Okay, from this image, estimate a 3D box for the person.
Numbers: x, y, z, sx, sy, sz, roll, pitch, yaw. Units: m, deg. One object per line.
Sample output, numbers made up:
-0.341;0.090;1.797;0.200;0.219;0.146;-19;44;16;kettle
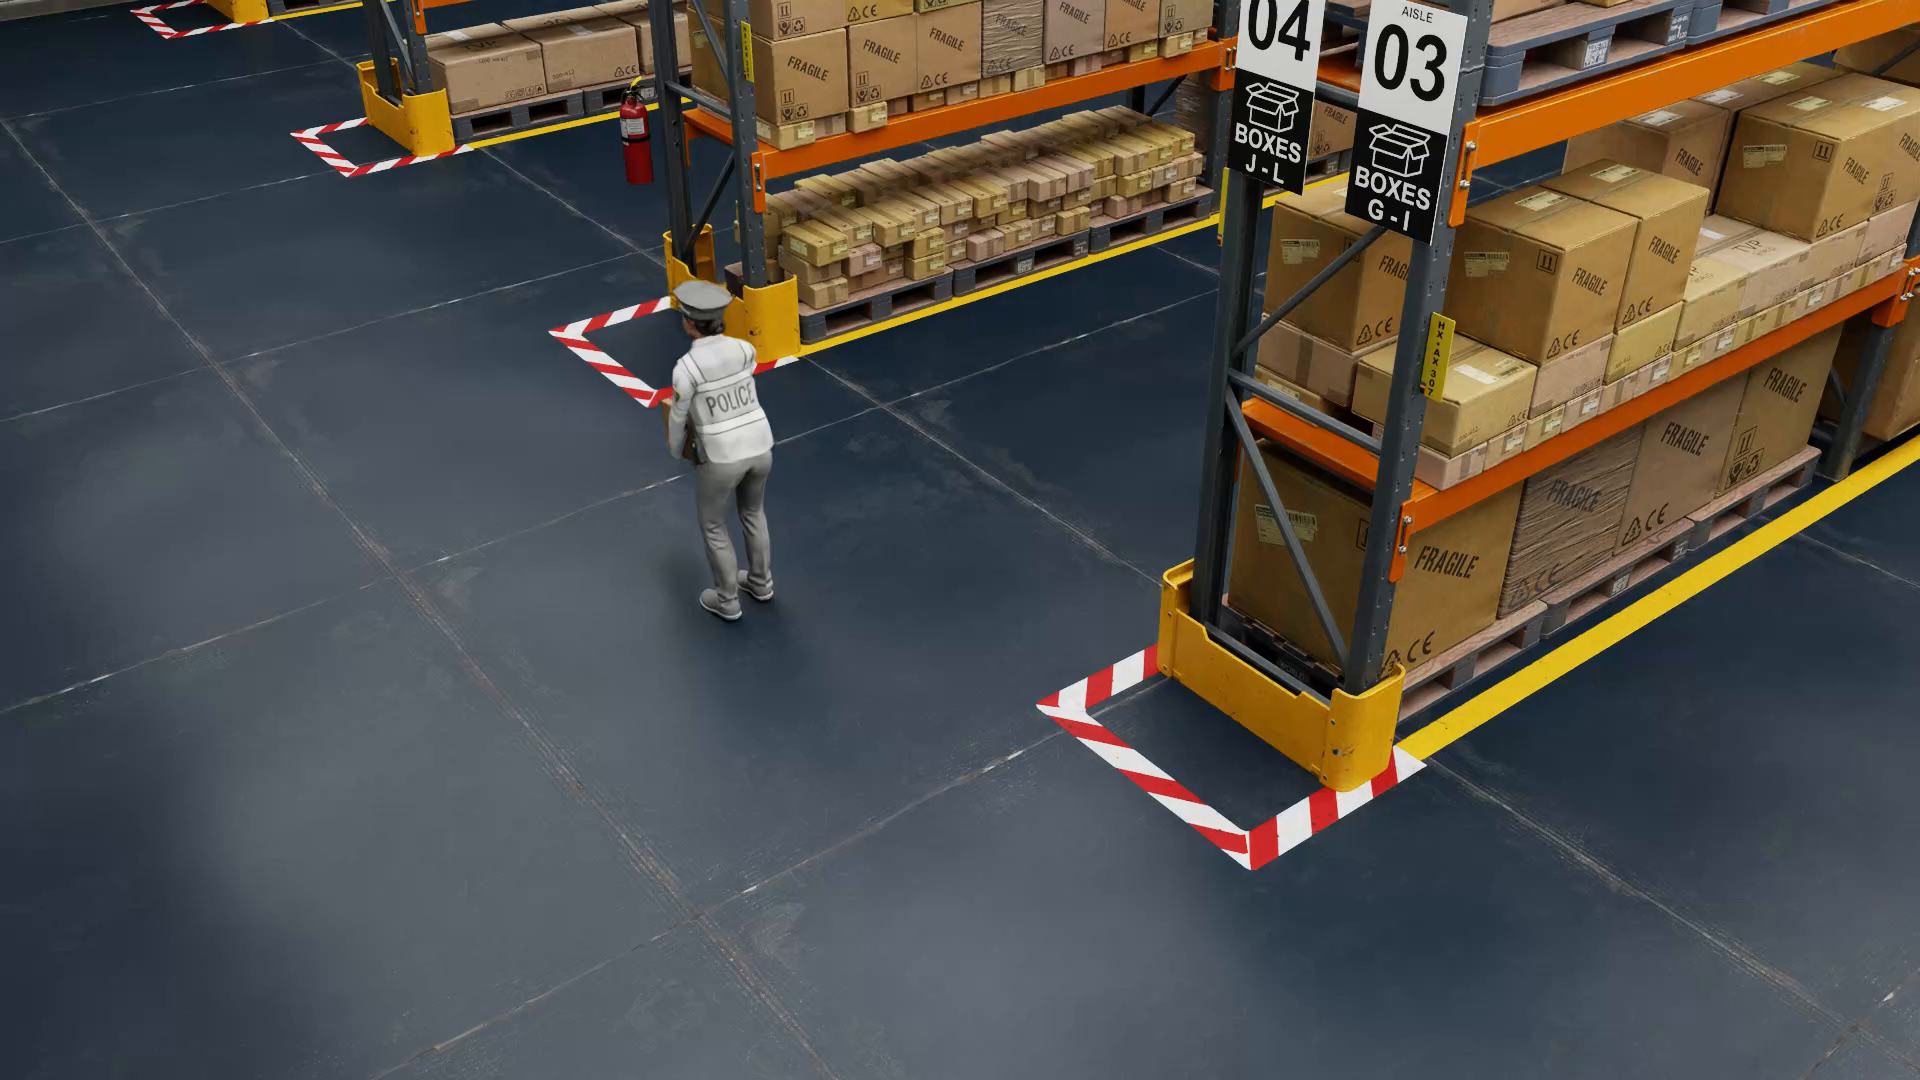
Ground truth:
-1.131;-0.414;7.813;0.414;1.648;0.550;-23;39;-32;person
